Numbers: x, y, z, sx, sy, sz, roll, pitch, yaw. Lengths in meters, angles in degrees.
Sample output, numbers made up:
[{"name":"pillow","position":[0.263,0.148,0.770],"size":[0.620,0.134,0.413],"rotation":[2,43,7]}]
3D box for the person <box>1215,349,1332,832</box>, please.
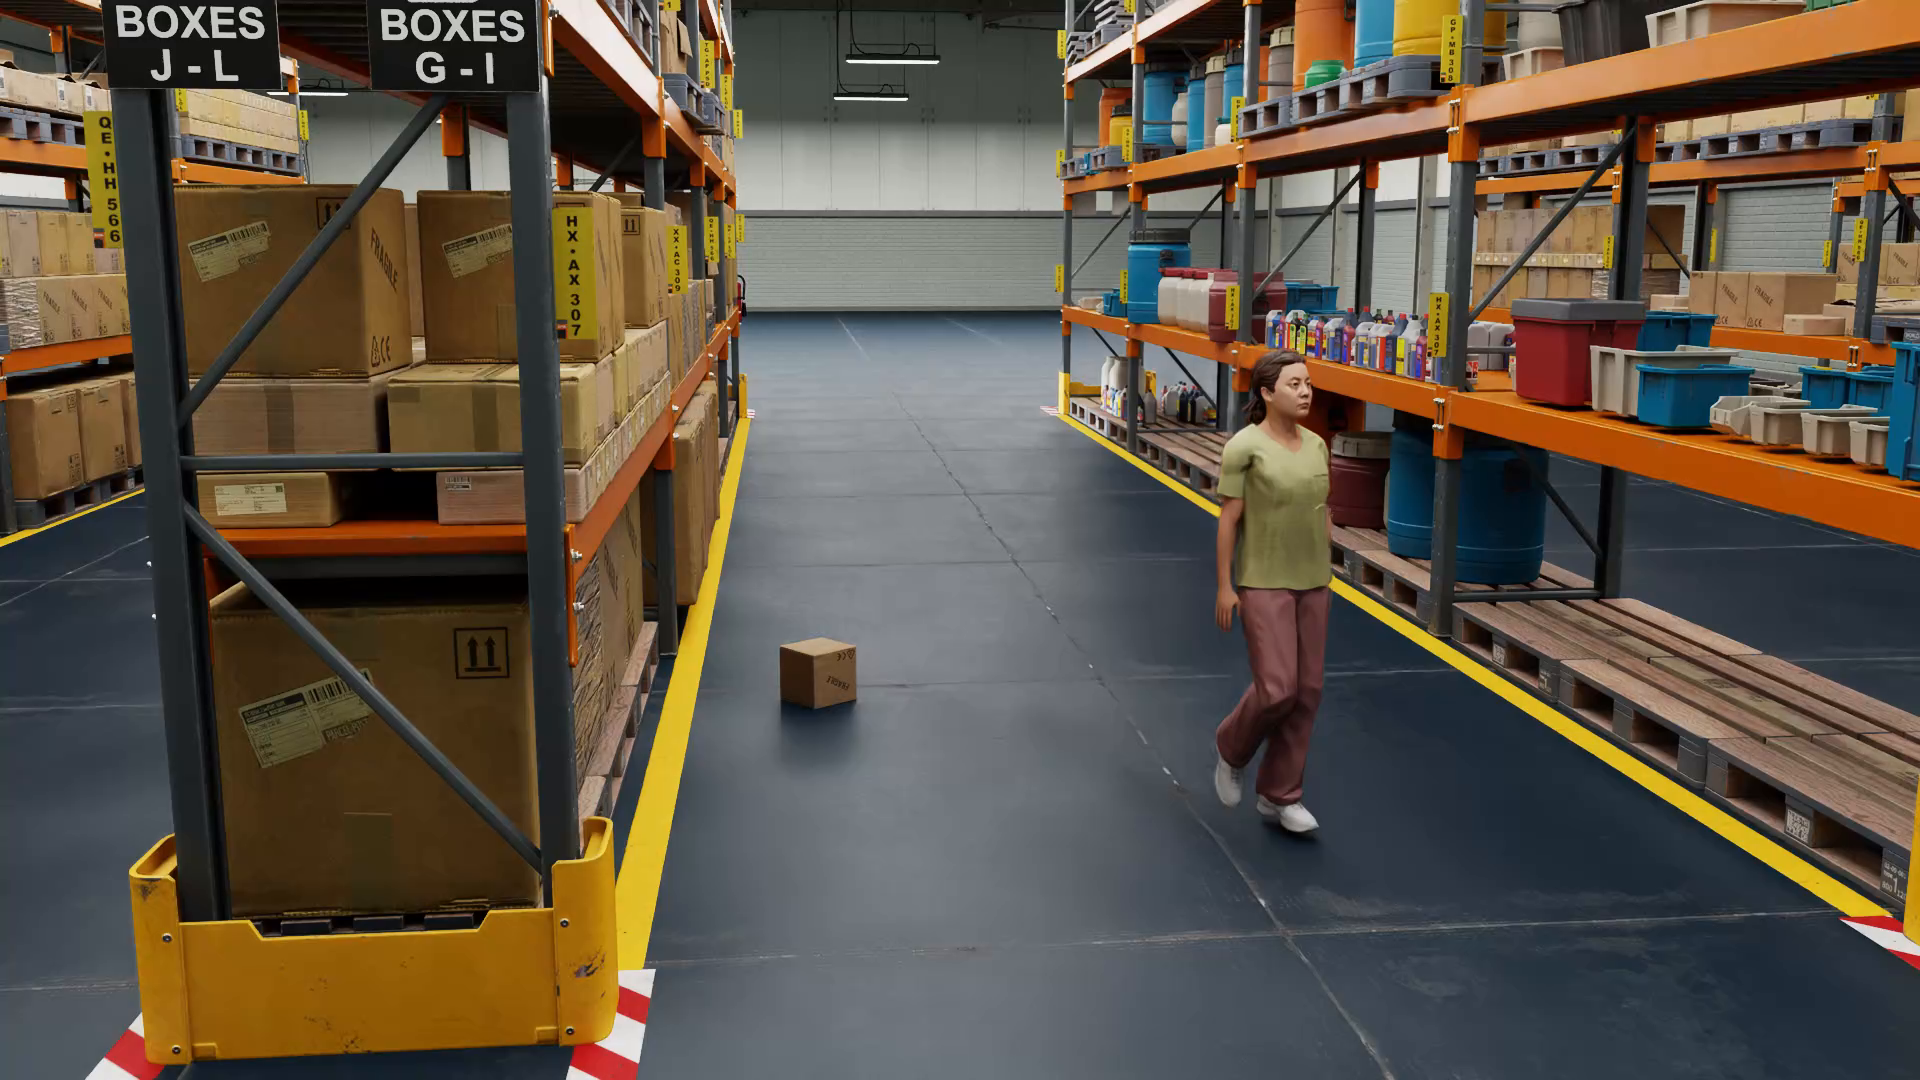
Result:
[{"name":"person","position":[1.110,0.175,5.776],"size":[0.468,1.668,0.487],"rotation":[-5,11,-25]}]
